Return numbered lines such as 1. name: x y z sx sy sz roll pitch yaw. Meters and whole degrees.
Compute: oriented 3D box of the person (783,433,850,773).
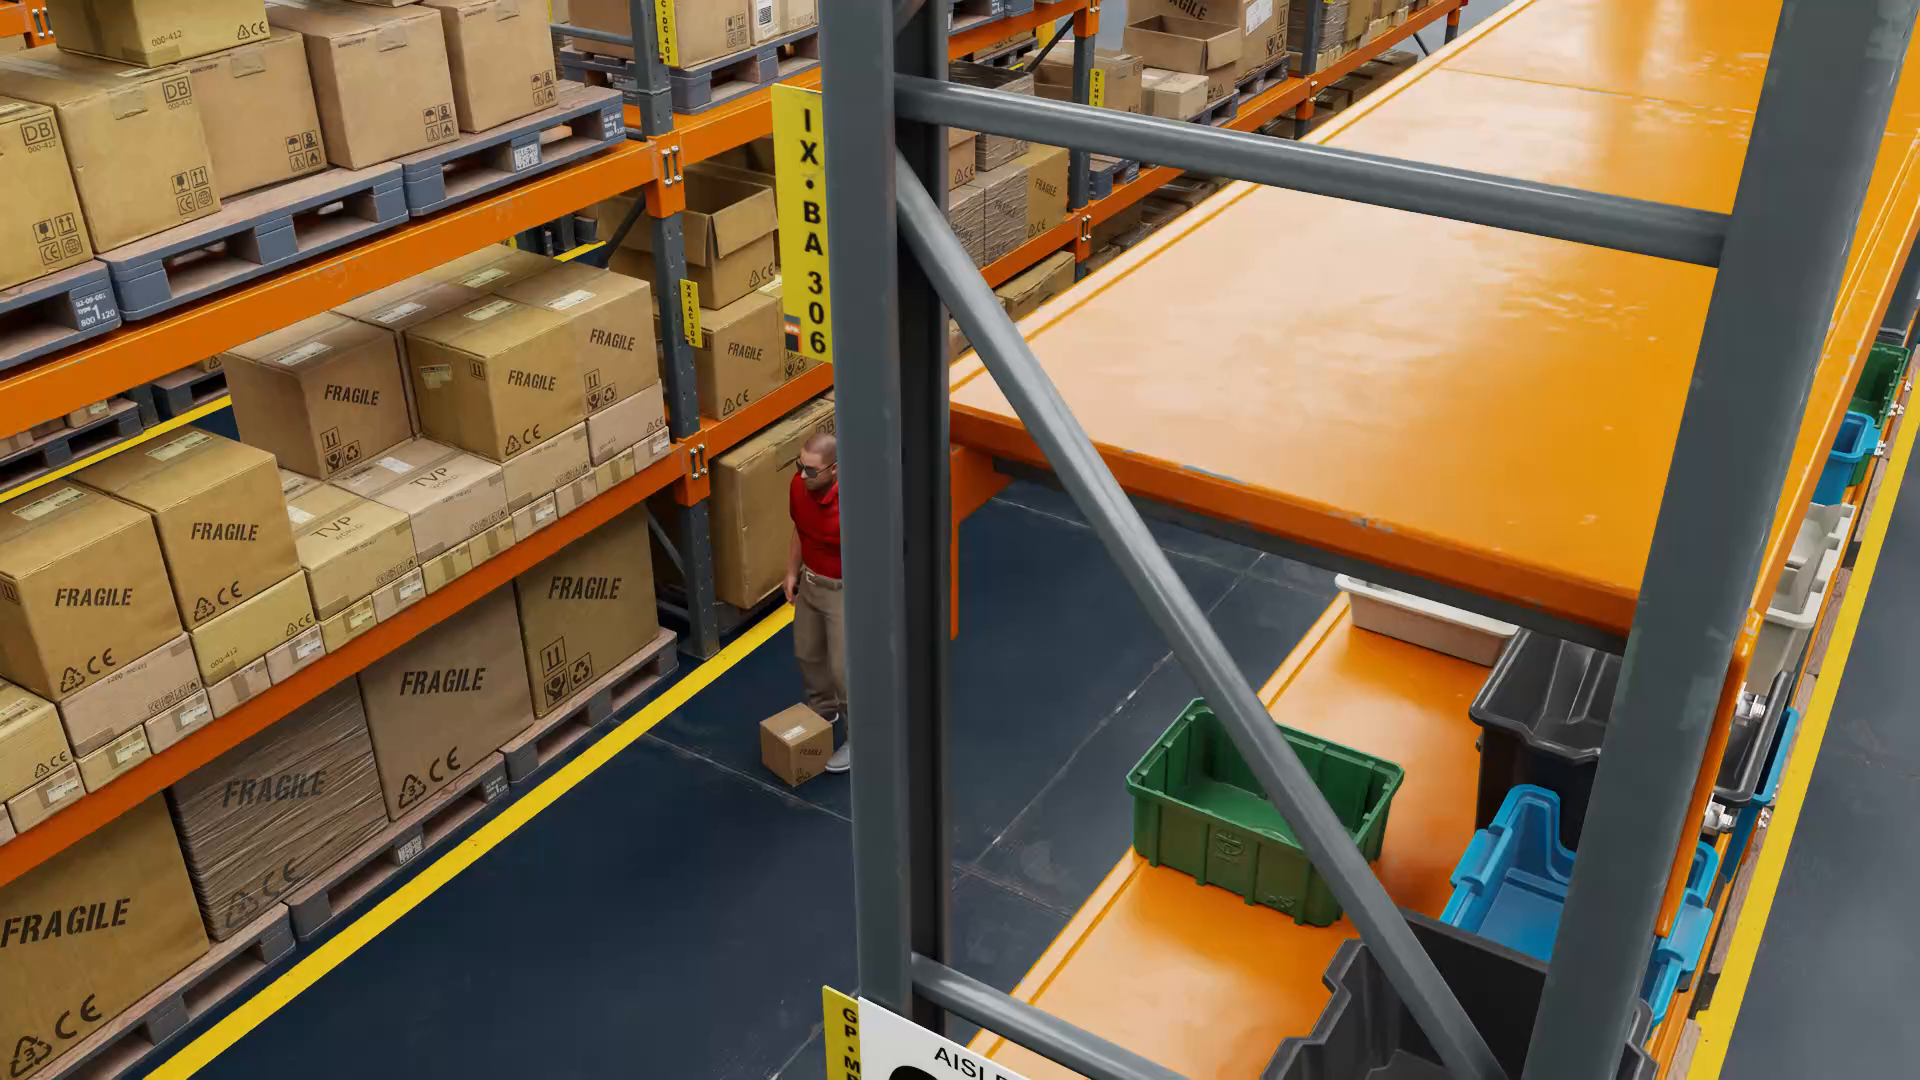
1. person: -0.595 0.259 7.758 0.606 1.727 0.394 27 40 38
